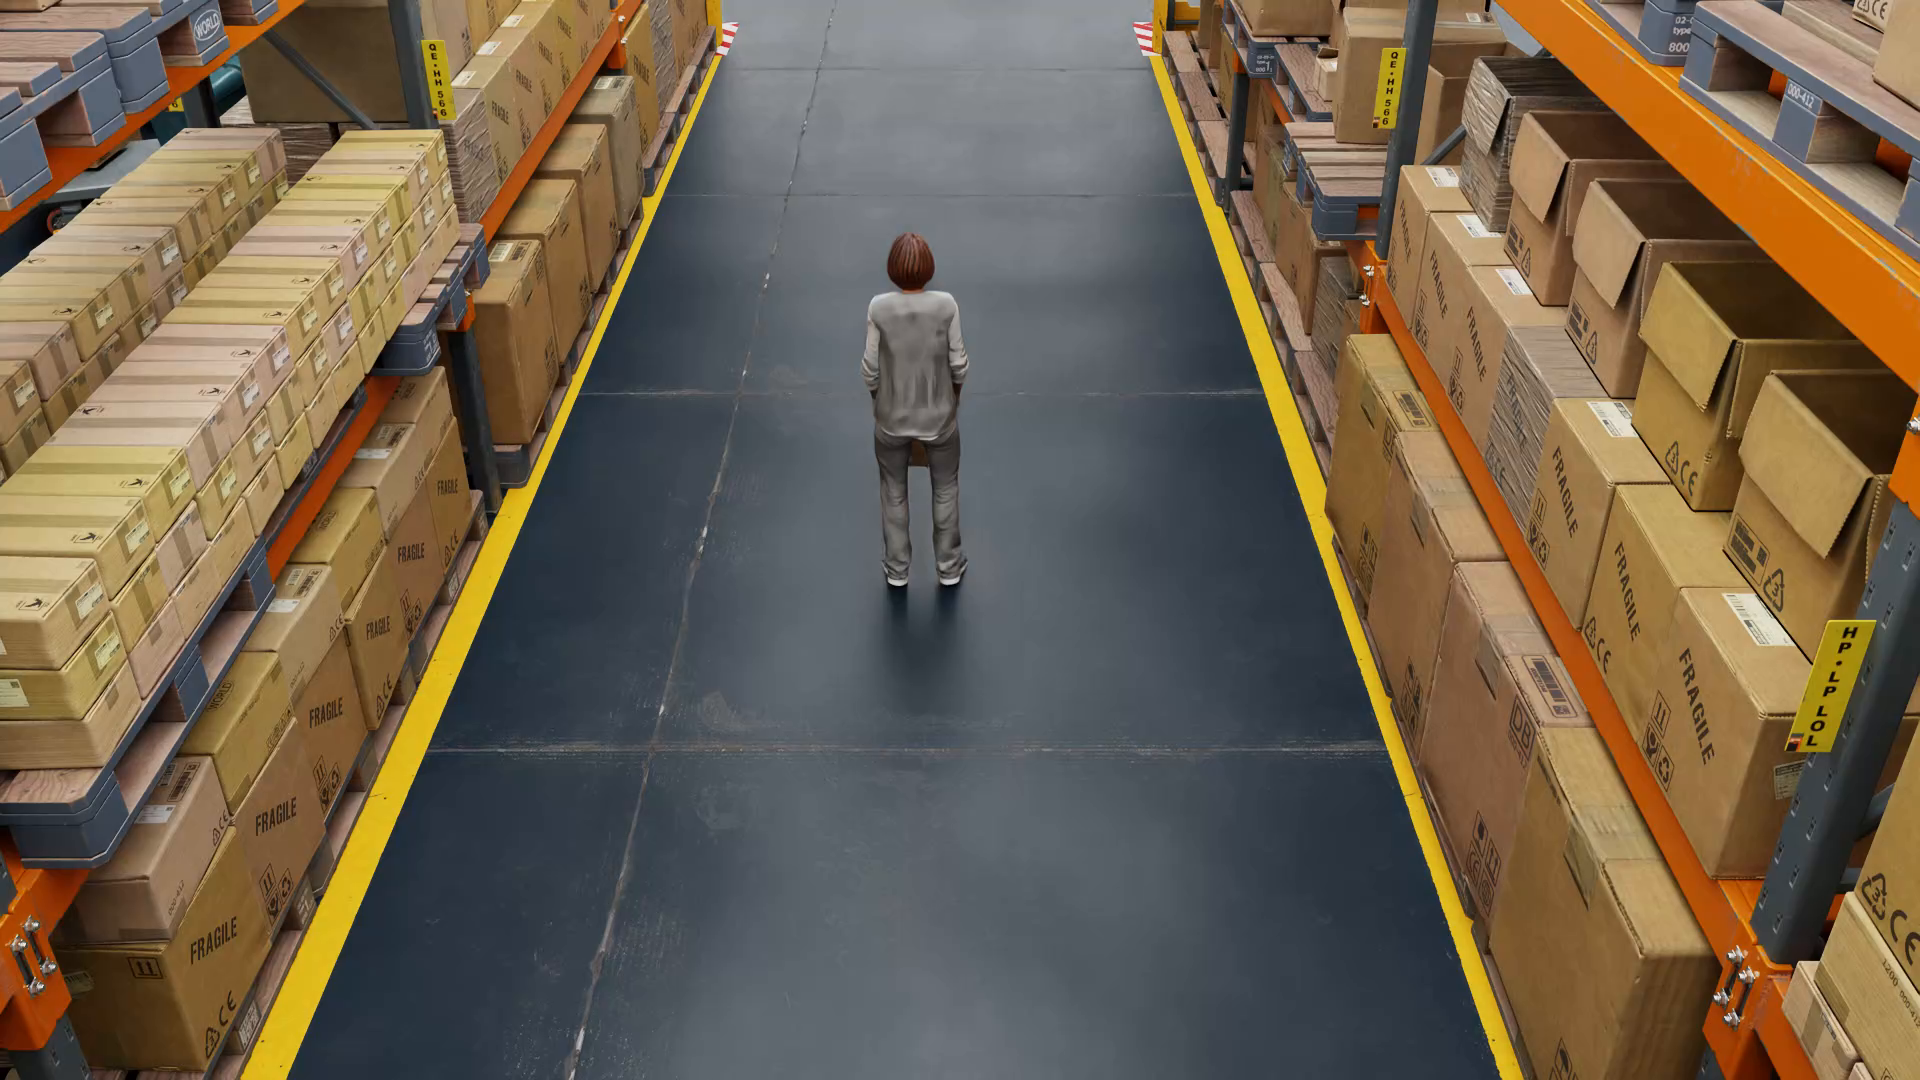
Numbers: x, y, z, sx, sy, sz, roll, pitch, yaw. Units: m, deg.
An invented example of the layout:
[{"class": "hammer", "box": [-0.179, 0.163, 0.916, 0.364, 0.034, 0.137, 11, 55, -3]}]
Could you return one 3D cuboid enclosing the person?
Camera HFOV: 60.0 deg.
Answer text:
[{"class": "person", "box": [-0.180, -0.518, 6.969, 0.434, 1.600, 0.347, -1, 32, -1]}]
